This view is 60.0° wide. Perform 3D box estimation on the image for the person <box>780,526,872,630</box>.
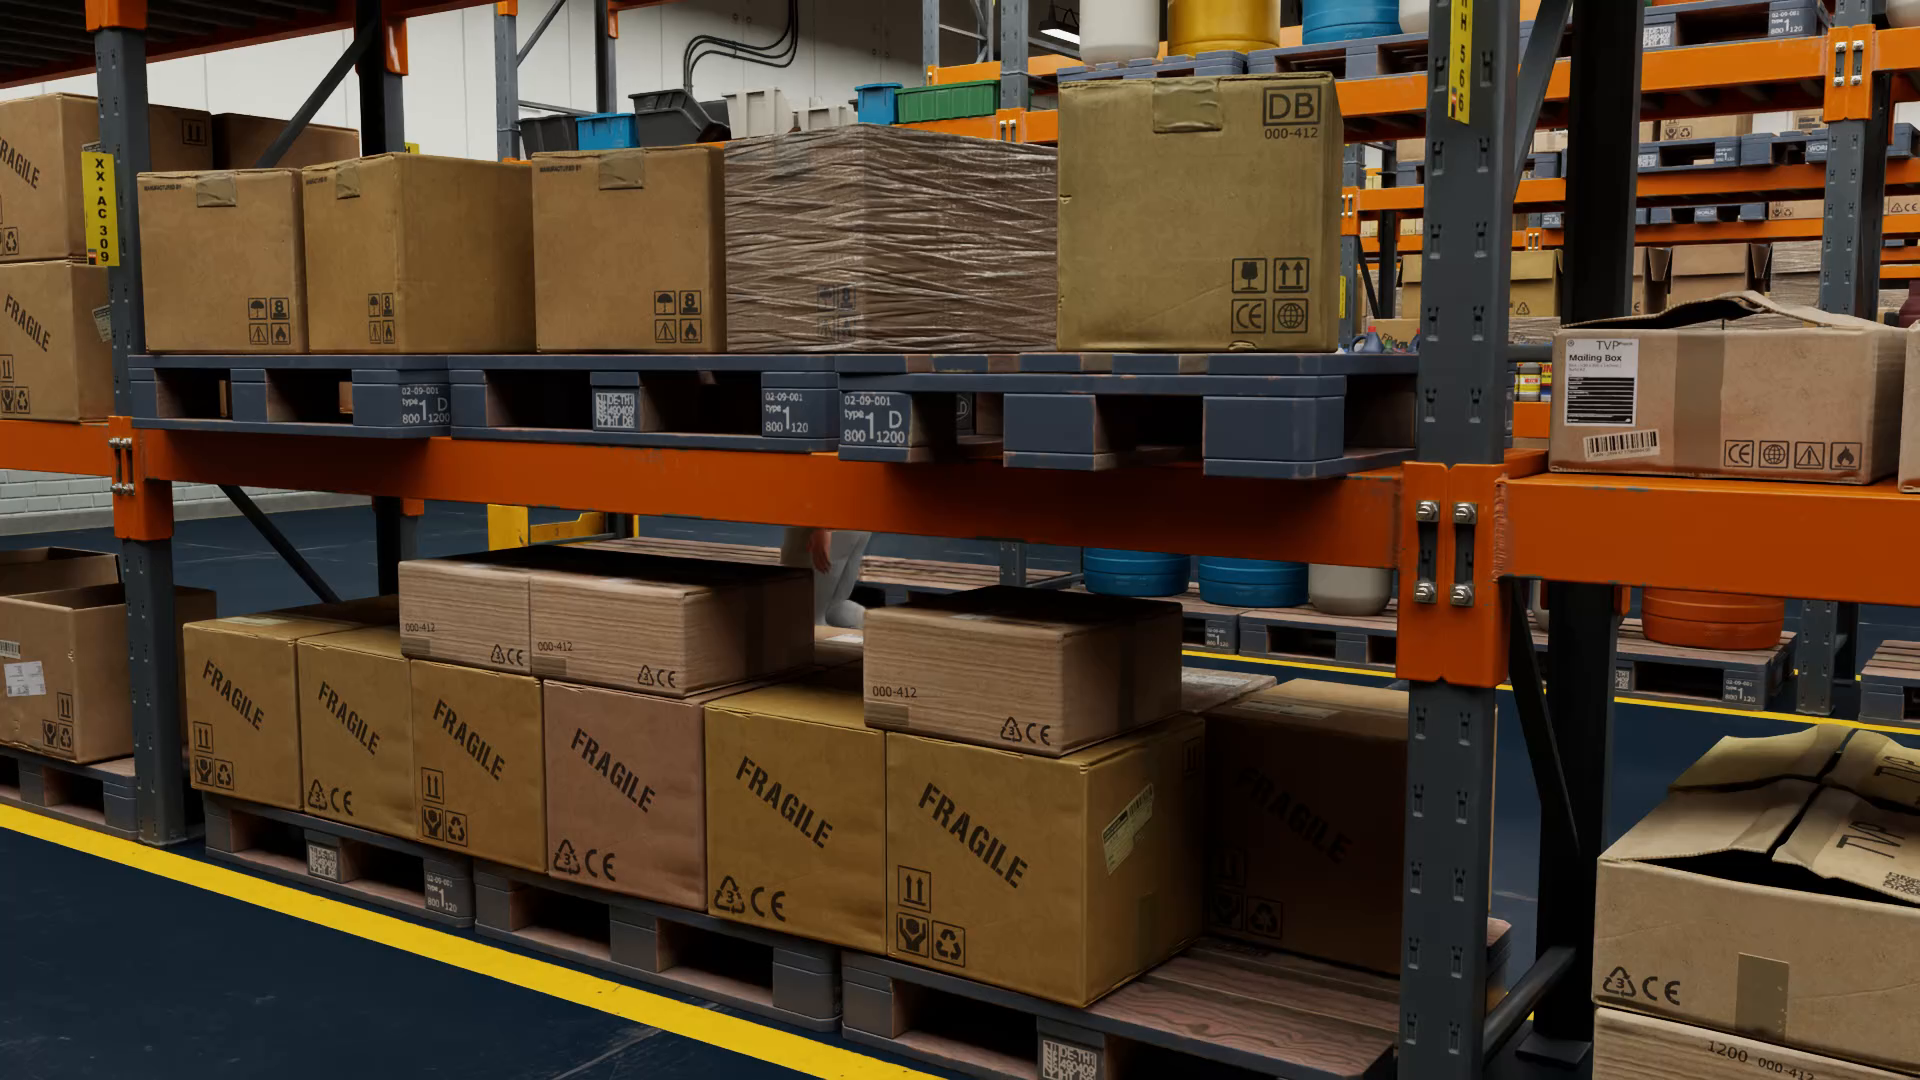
[{"bbox_3d":[-0.478,-0.077,6.410,0.722,1.742,0.547,1,6,13],"label":"person"}]
